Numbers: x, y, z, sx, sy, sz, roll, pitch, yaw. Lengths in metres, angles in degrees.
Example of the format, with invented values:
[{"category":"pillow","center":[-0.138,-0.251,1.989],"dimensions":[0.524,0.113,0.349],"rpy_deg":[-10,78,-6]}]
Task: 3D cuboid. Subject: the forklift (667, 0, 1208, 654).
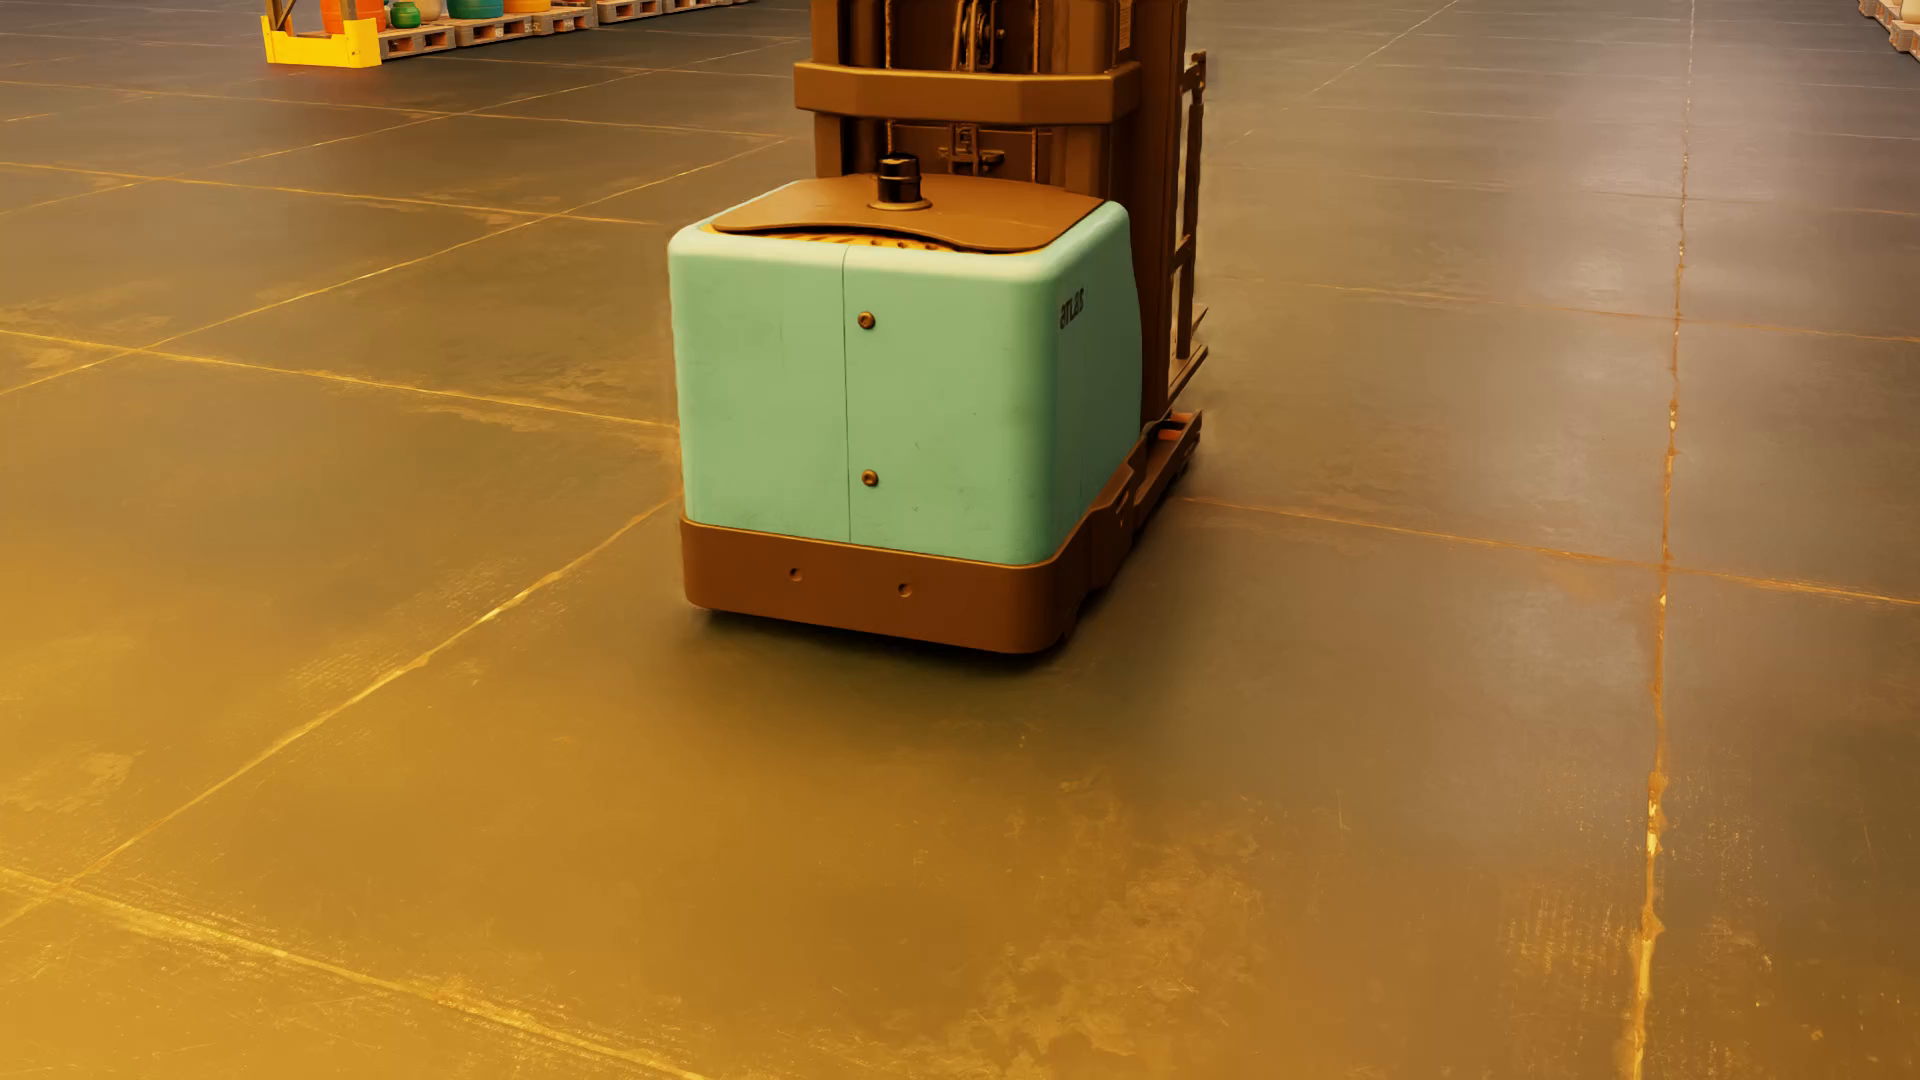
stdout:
[{"category":"forklift","center":[0.203,-1.603,5.127],"dimensions":[1.130,2.935,3.031],"rpy_deg":[7,24,17]}]
